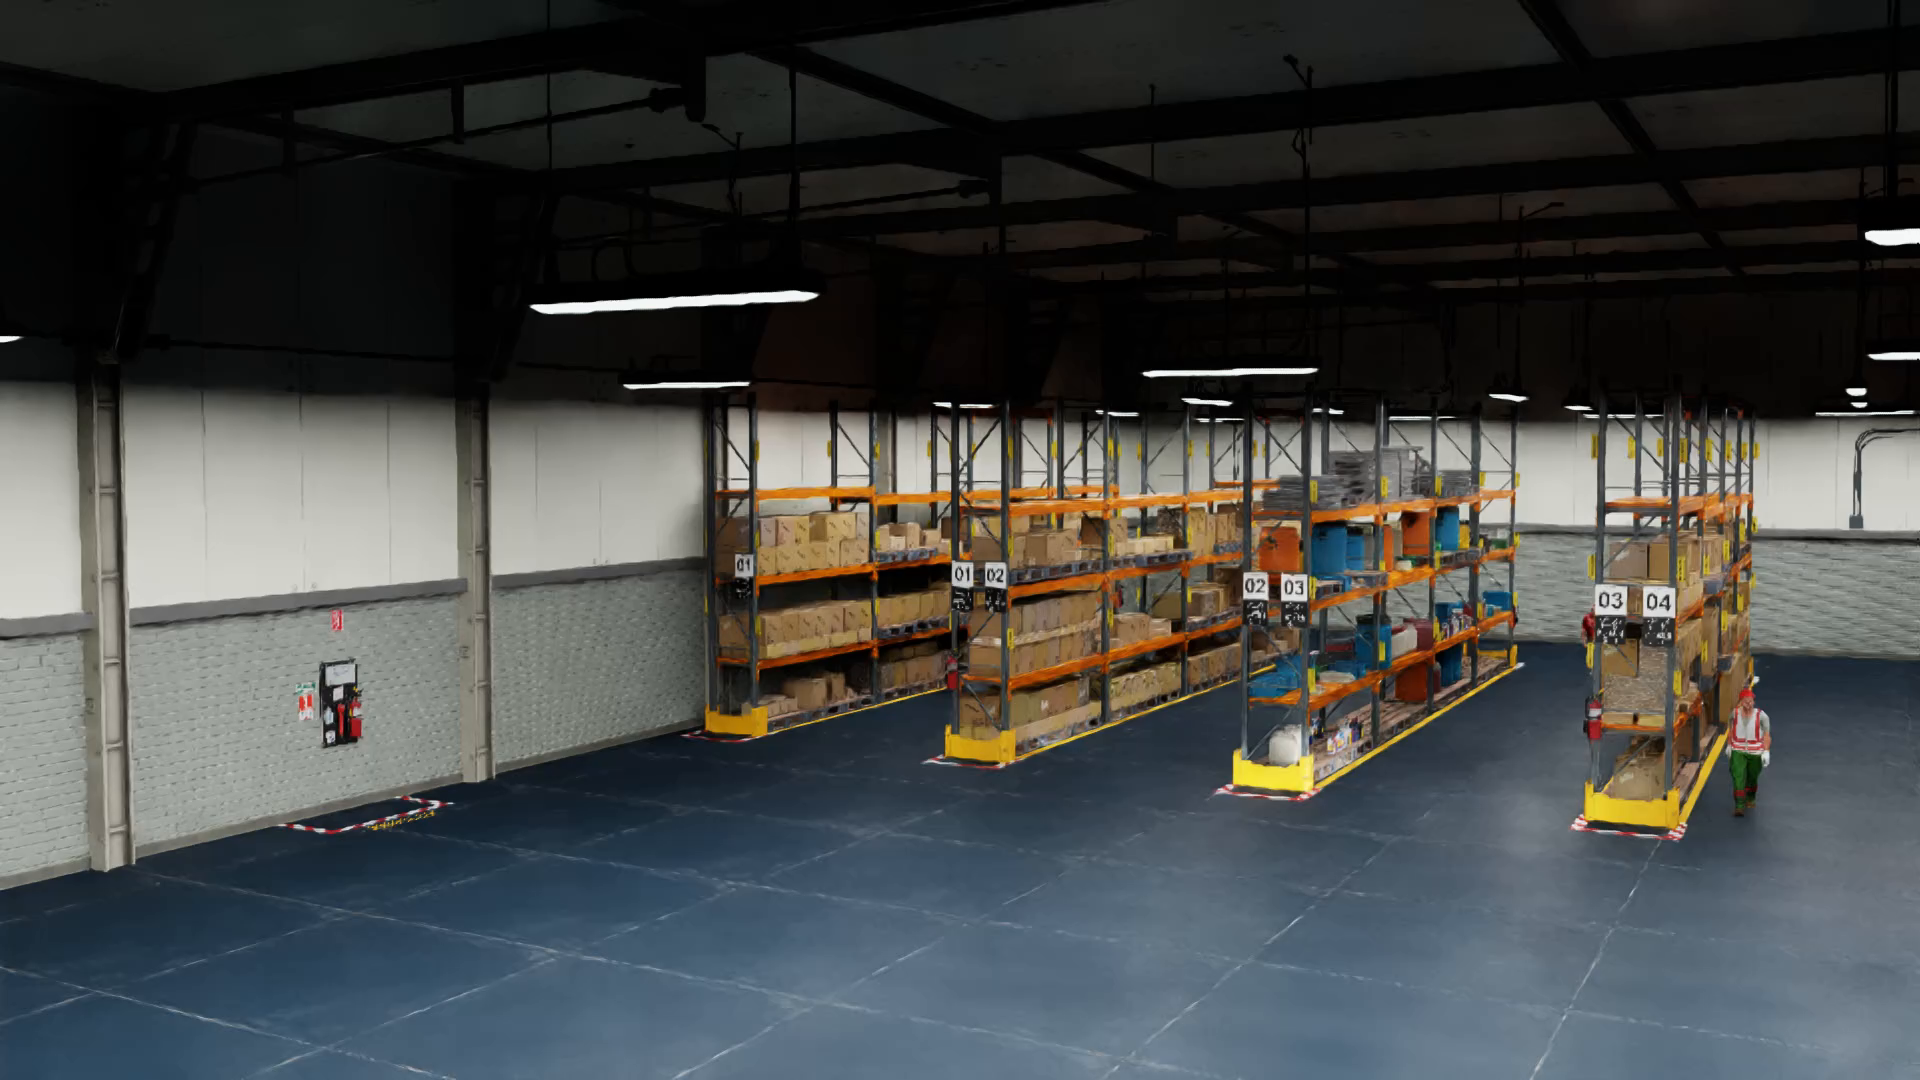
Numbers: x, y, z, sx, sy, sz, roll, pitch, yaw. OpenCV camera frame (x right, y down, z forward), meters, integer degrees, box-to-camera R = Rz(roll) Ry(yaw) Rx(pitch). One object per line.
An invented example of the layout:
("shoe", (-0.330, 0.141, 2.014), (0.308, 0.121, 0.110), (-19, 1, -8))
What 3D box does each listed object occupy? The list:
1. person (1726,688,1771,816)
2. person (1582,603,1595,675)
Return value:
("person", (10.820, 2.898, 22.838), (0.565, 1.736, 1.044), (2, 3, 27))
("person", (13.884, 2.197, 36.395), (0.542, 1.645, 1.126), (2, 4, 31))
